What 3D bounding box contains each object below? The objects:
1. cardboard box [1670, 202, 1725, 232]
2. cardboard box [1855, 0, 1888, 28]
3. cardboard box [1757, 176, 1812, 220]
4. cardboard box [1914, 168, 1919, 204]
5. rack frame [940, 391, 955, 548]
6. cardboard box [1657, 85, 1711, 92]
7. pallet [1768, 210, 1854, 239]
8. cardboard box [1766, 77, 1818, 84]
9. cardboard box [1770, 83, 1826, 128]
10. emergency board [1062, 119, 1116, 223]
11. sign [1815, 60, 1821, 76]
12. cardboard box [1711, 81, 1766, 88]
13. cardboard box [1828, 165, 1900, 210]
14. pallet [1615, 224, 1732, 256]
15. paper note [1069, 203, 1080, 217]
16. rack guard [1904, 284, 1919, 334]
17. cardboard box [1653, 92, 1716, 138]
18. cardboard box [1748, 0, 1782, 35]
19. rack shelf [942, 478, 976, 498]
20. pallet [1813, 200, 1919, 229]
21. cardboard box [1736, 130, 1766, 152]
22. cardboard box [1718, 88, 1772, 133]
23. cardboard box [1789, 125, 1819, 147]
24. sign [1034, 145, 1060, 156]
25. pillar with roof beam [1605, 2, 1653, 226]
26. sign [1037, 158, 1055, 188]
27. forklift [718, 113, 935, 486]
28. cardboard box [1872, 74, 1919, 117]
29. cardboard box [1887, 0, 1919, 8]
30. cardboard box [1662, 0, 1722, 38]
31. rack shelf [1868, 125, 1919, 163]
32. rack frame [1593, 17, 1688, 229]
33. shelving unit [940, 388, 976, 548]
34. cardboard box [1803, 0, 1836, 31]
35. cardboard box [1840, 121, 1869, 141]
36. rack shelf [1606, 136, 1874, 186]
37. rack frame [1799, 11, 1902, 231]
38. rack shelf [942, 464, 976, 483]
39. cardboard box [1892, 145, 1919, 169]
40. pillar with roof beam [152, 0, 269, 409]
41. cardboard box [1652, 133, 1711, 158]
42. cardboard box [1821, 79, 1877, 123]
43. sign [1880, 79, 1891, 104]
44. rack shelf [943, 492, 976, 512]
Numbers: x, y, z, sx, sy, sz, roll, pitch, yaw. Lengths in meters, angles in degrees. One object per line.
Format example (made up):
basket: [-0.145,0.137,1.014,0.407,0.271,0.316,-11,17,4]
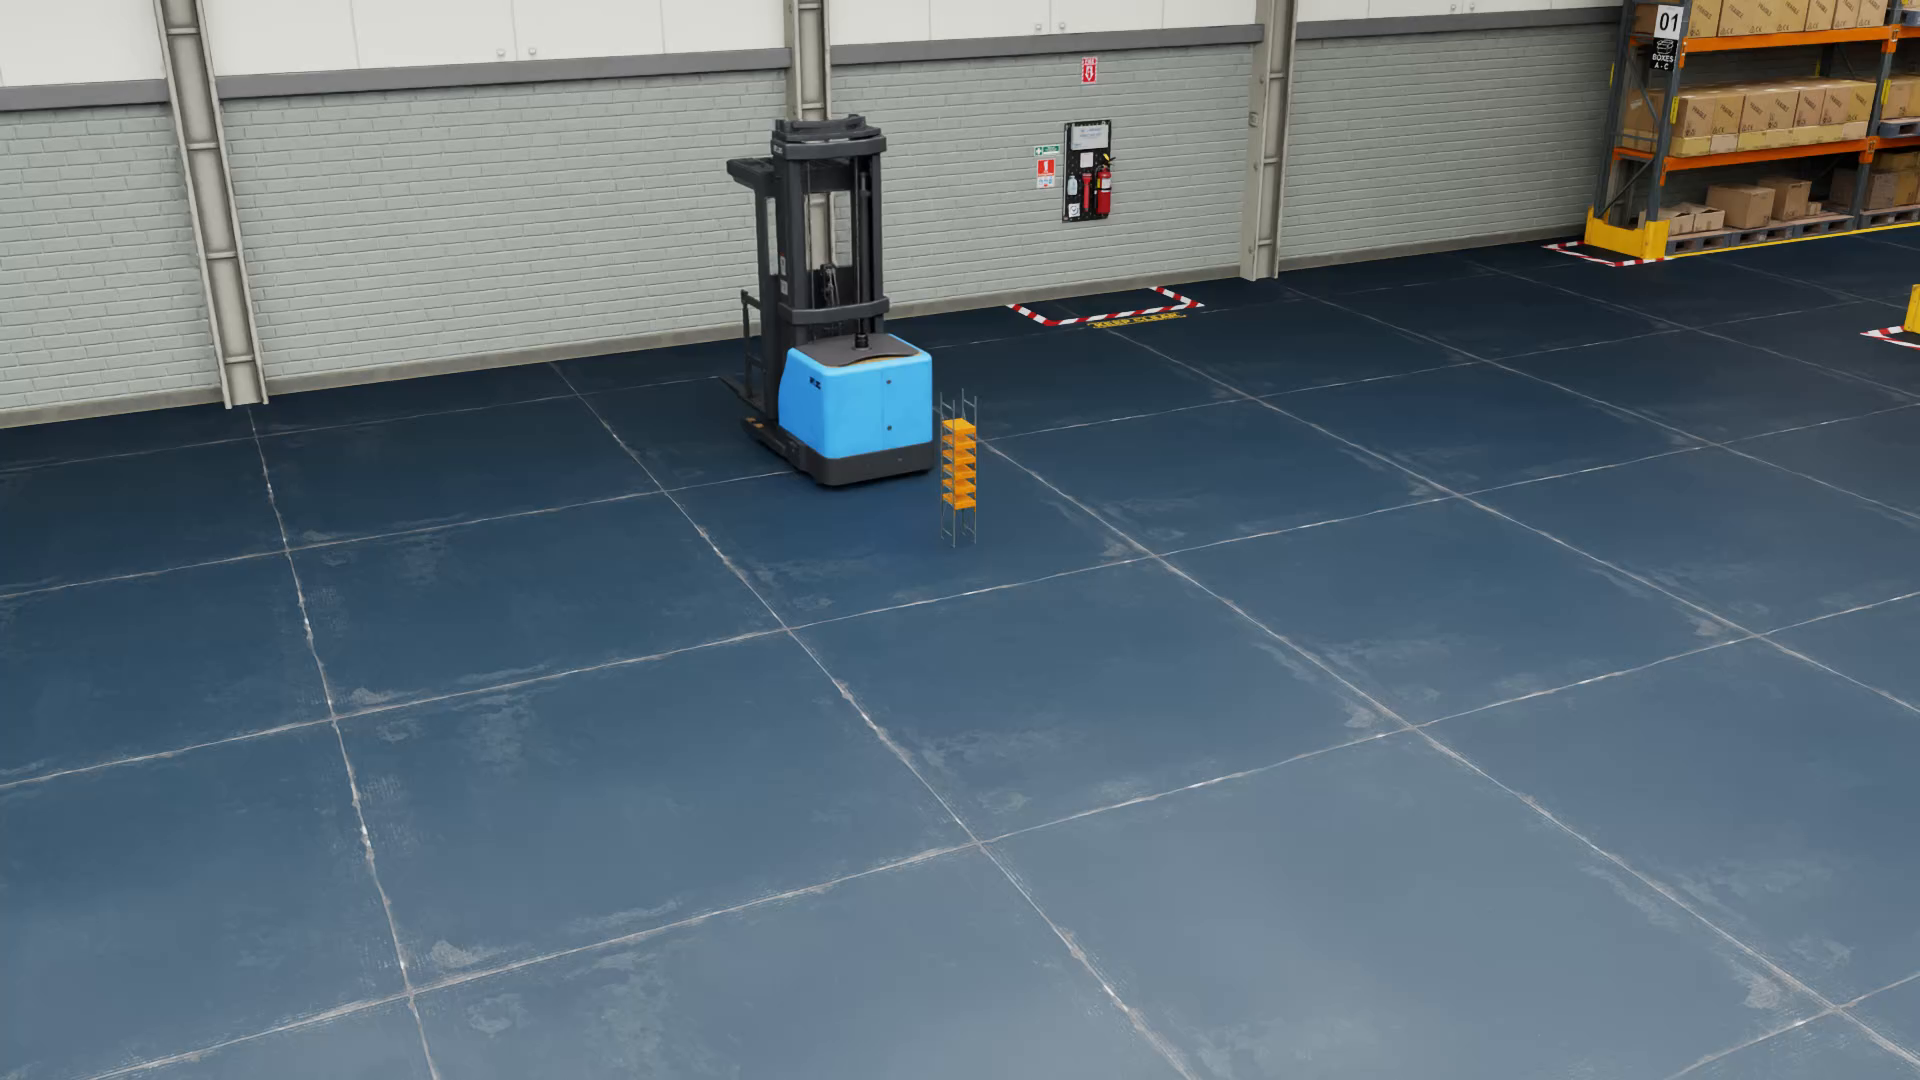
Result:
cardboard box: [10.120,-4.455,22.853,0.500,0.311,0.500,-8,24,-19]
cardboard box: [12.198,-7.251,22.589,0.500,0.500,0.500,-10,24,-22]
cardboard box: [11.630,-4.841,23.540,0.500,0.500,0.500,-12,26,-28]
cardboard box: [14.125,-5.329,24.718,0.500,0.500,0.700,-10,25,-23]
rack frame: [-0.095,-0.537,12.801,0.006,1.200,0.240,-10,25,-24]
cardboard box: [9.734,-5.833,22.433,0.500,0.500,0.500,-10,25,-23]
pallet: [11.958,-4.567,23.830,1.213,0.211,1.003,-10,25,-24]
cardboard box: [11.566,-6.175,23.258,0.500,0.500,0.500,-11,25,-24]
cardboard box: [11.351,-5.916,22.632,0.500,0.500,0.500,-11,25,-25]
emergency board: [1.550,-4.338,19.630,0.643,1.169,0.194,-10,25,-24]
sign: [12.304,-6.705,23.834,0.005,0.325,0.100,-10,25,-24]
cardboard box: [10.652,-6.004,22.846,0.500,0.500,0.500,-10,25,-23]
cardboard box: [13.204,-5.155,24.298,0.500,0.500,0.700,-10,24,-22]
pallet: [9.760,-4.162,22.852,1.213,0.211,1.003,-10,25,-24]
paper note: [1.360,-3.925,19.785,0.142,0.148,0.016,-10,25,-24]
rack guard: [11.074,-2.450,18.338,0.348,0.500,1.175,-10,25,-24]
cardboard box: [9.504,-5.577,21.815,0.500,0.500,0.500,-10,25,-24]
cardboard box: [10.319,-6.890,21.718,0.500,0.500,0.500,-9,24,-21]
rack shelf: [-0.013,-0.400,12.901,0.180,0.103,0.258,-10,25,-24]
pallet: [13.249,-4.820,24.442,1.213,0.211,1.003,-10,25,-24]
cardboard box: [10.445,-5.400,22.367,0.500,0.250,0.500,-11,25,-24]
cardboard box: [10.422,-5.740,22.206,0.500,0.500,0.500,-11,25,-25]
cardboard box: [11.354,-5.567,22.771,0.500,0.250,0.500,-11,25,-24]
sign: [1.015,-4.540,19.381,0.331,0.109,0.001,-10,25,-24]
pillar with roof beam: [11.067,-7.018,18.261,0.400,9.000,9.100,-10,25,-24]
sign: [1.007,-4.298,19.487,0.234,0.329,0.001,-10,25,-24]
forklift: [-1.371,-2.334,14.879,1.130,2.935,3.031,-12,25,-26]
cardboard box: [13.528,-6.391,23.885,0.500,0.500,0.700,-8,24,-18]
cardboard box: [13.075,-7.668,23.074,0.500,0.500,0.500,-7,23,-16]
cardboard box: [9.354,-6.726,21.321,0.500,0.500,0.500,-10,24,-22]
rack shelf: [14.350,-5.978,24.534,4.000,0.370,1.077,-10,25,-24]
rack frame: [8.944,-5.315,21.992,0.127,3.000,1.000,-10,25,-24]
shelving unit: [-0.013,-0.552,12.838,0.189,1.200,0.258,-10,25,-24]
cardboard box: [11.256,-7.067,22.145,0.500,0.500,0.500,-11,25,-26]
cardboard box: [12.253,-5.736,23.178,0.500,0.250,0.500,-10,25,-23]
rack shelf: [10.746,-5.315,22.931,4.000,0.370,1.077,-10,25,-24]
rack frame: [12.548,-5.979,23.595,0.127,3.000,1.000,-10,25,-24]
rack shelf: [-0.013,-0.511,12.855,0.180,0.103,0.258,-10,25,-24]
cardboard box: [14.067,-5.663,24.545,0.500,0.250,0.500,-11,25,-25]
pillar with roof beam: [-5.152,-4.032,11.048,0.400,9.000,9.100,-10,25,-24]
cardboard box: [9.521,-5.227,21.948,0.500,0.250,0.500,-11,25,-25]
cardboard box: [12.256,-6.080,23.030,0.500,0.500,0.500,-10,25,-24]
sign: [12.790,-6.193,22.981,0.005,0.325,0.100,-10,25,-24]
rack shelf: [-0.013,-0.289,12.946,0.180,0.103,0.258,-10,25,-24]
